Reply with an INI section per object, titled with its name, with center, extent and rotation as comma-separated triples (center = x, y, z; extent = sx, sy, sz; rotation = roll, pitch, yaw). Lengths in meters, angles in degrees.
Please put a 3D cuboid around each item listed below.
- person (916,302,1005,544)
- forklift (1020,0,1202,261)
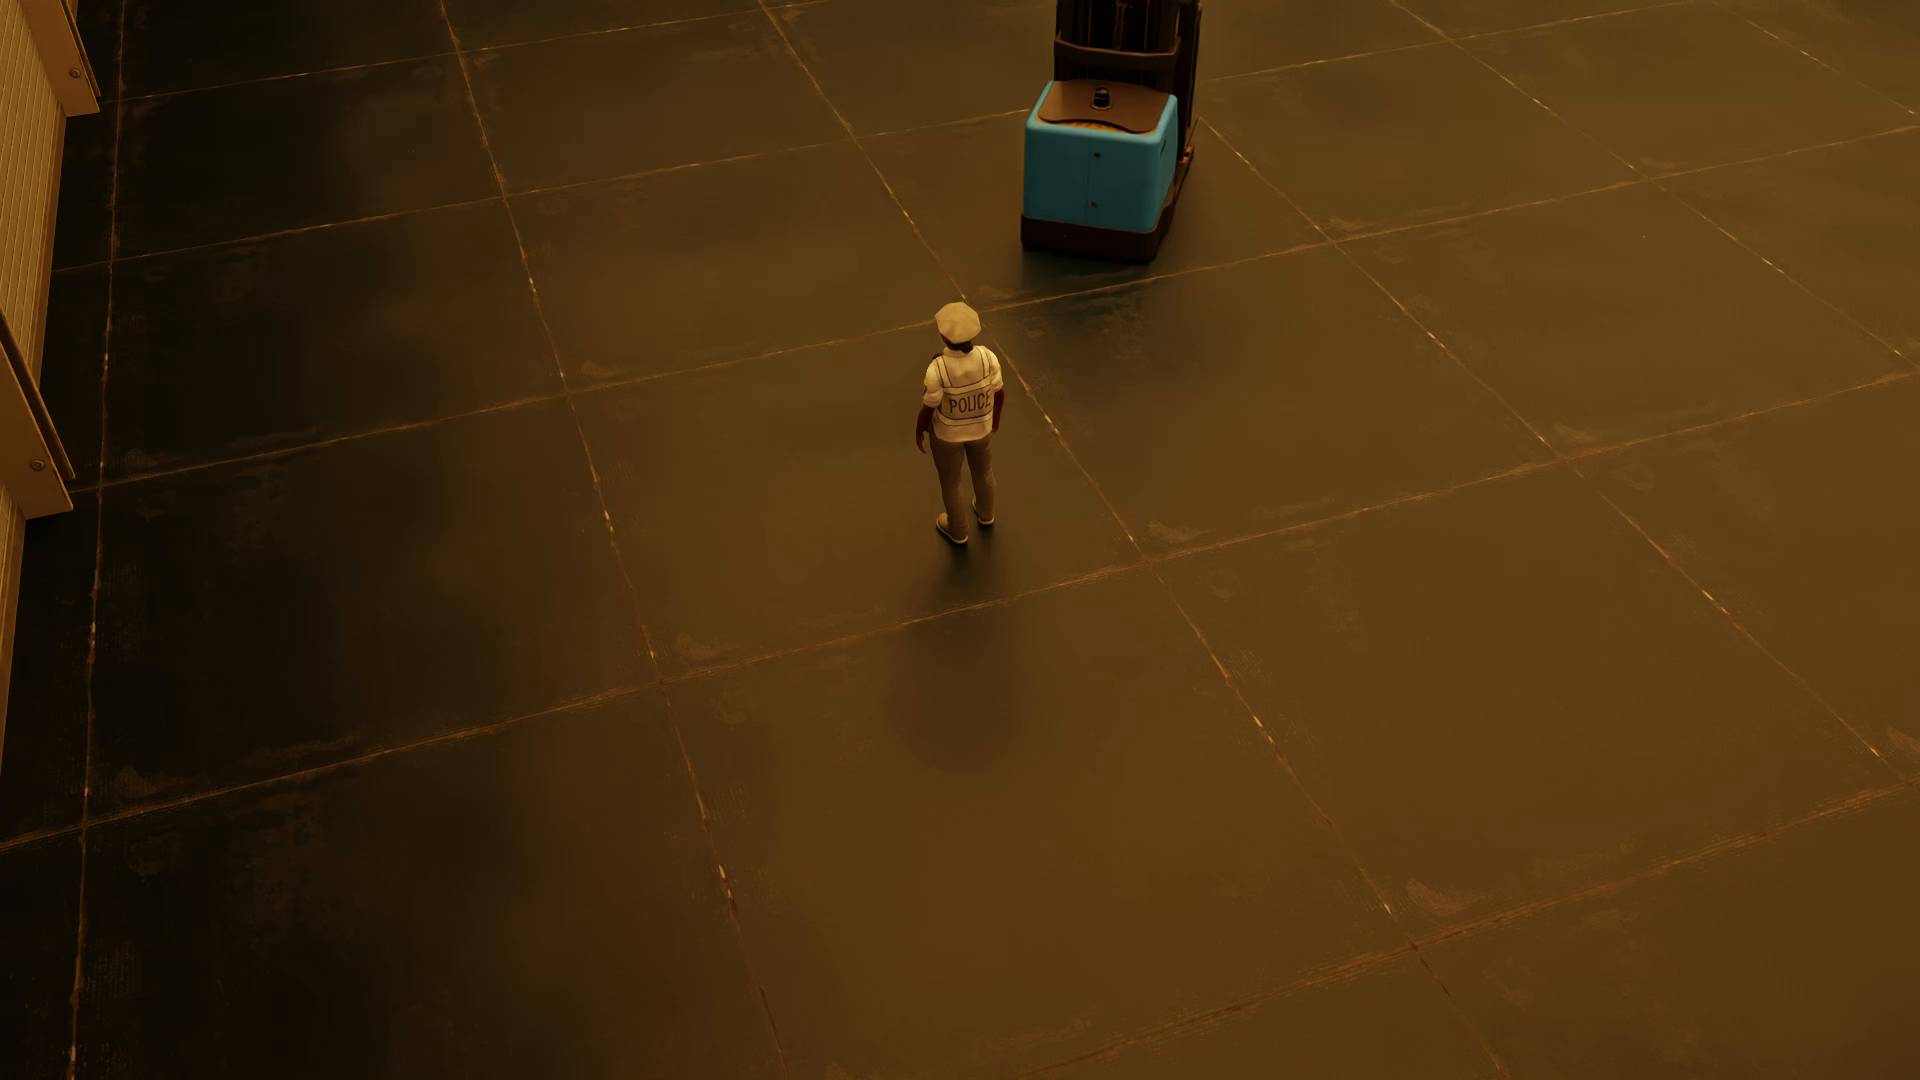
[person]
center = -0.007, -0.703, 9.786
extent = 0.569, 1.692, 0.530
rotation = -13, 42, -15
[forklift]
center = 1.351, -4.212, 13.013
extent = 1.130, 2.935, 3.031
rotation = 10, 41, 12
